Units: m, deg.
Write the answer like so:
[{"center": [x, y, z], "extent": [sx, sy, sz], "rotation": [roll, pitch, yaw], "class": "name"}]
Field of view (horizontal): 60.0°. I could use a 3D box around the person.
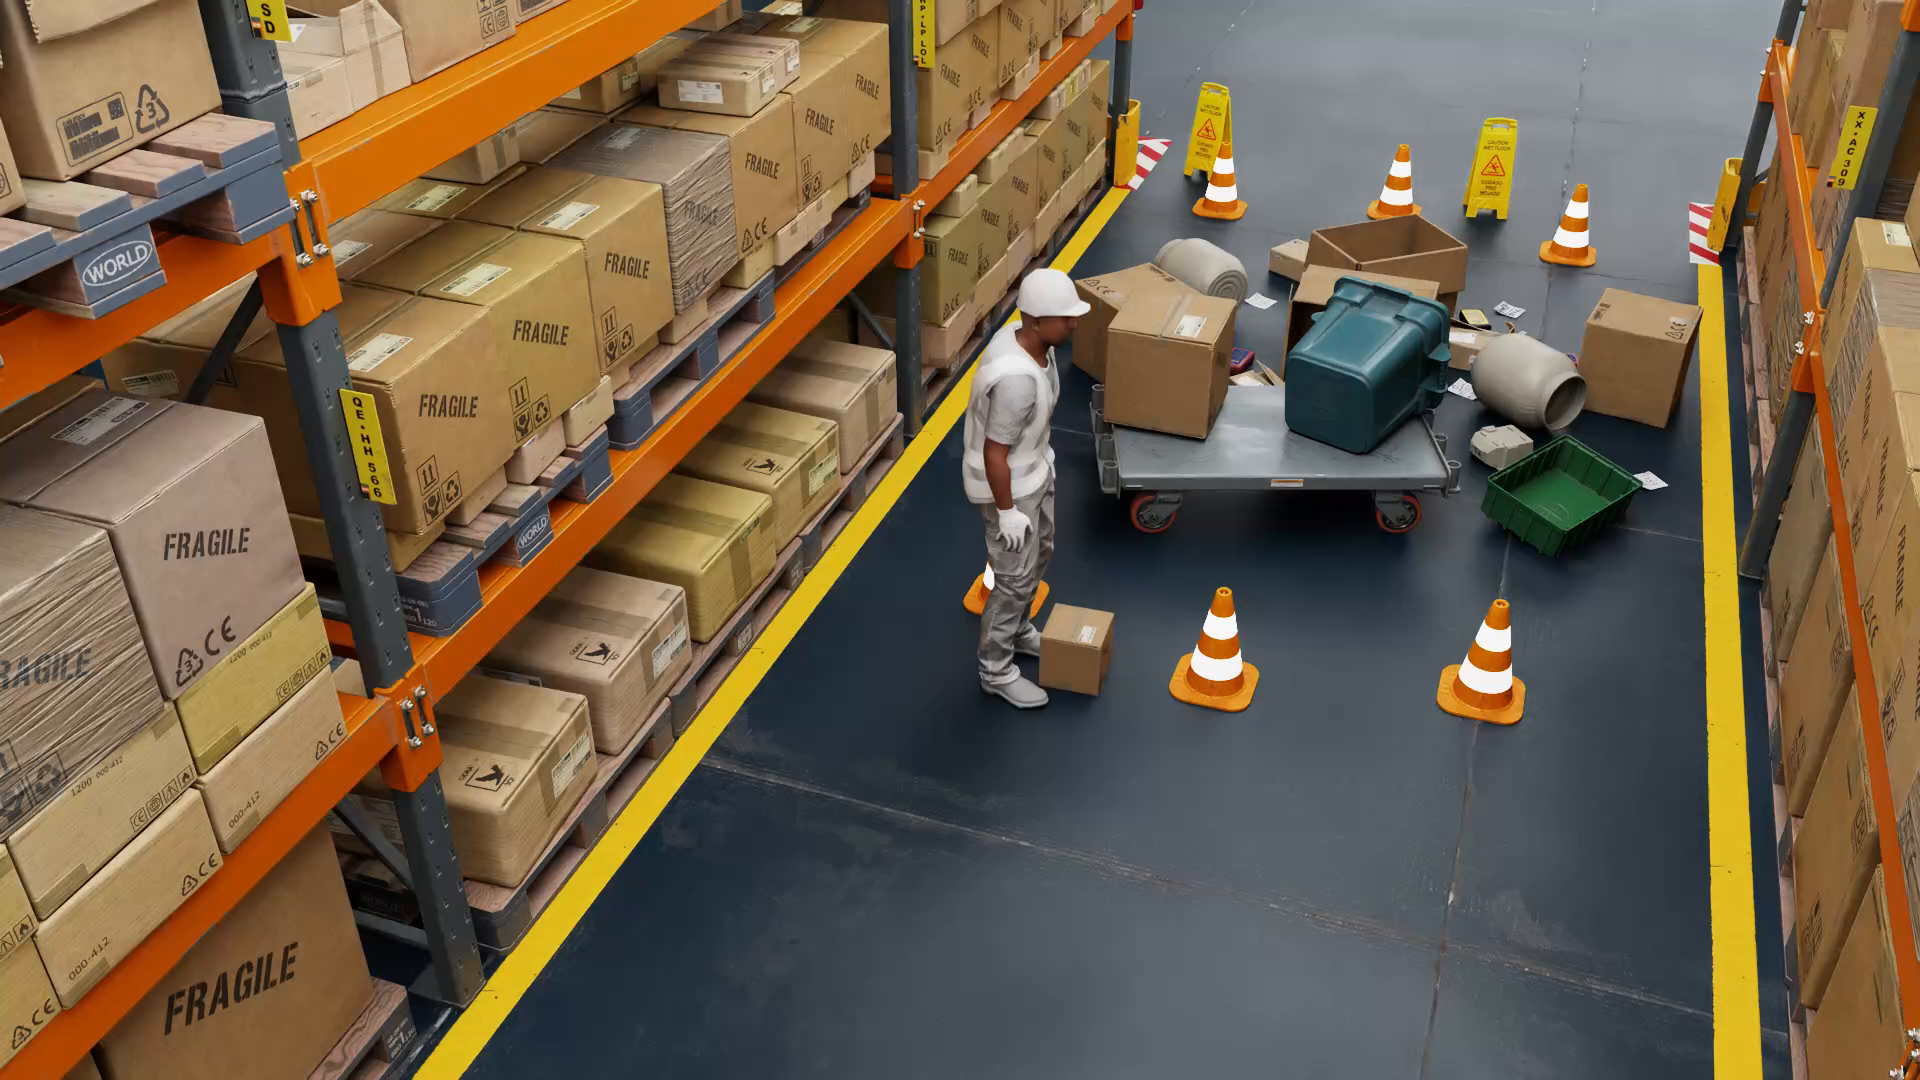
[{"center": [0.247, -0.219, 6.470], "extent": [0.450, 1.771, 0.619], "rotation": [8, 34, 13], "class": "person"}]
